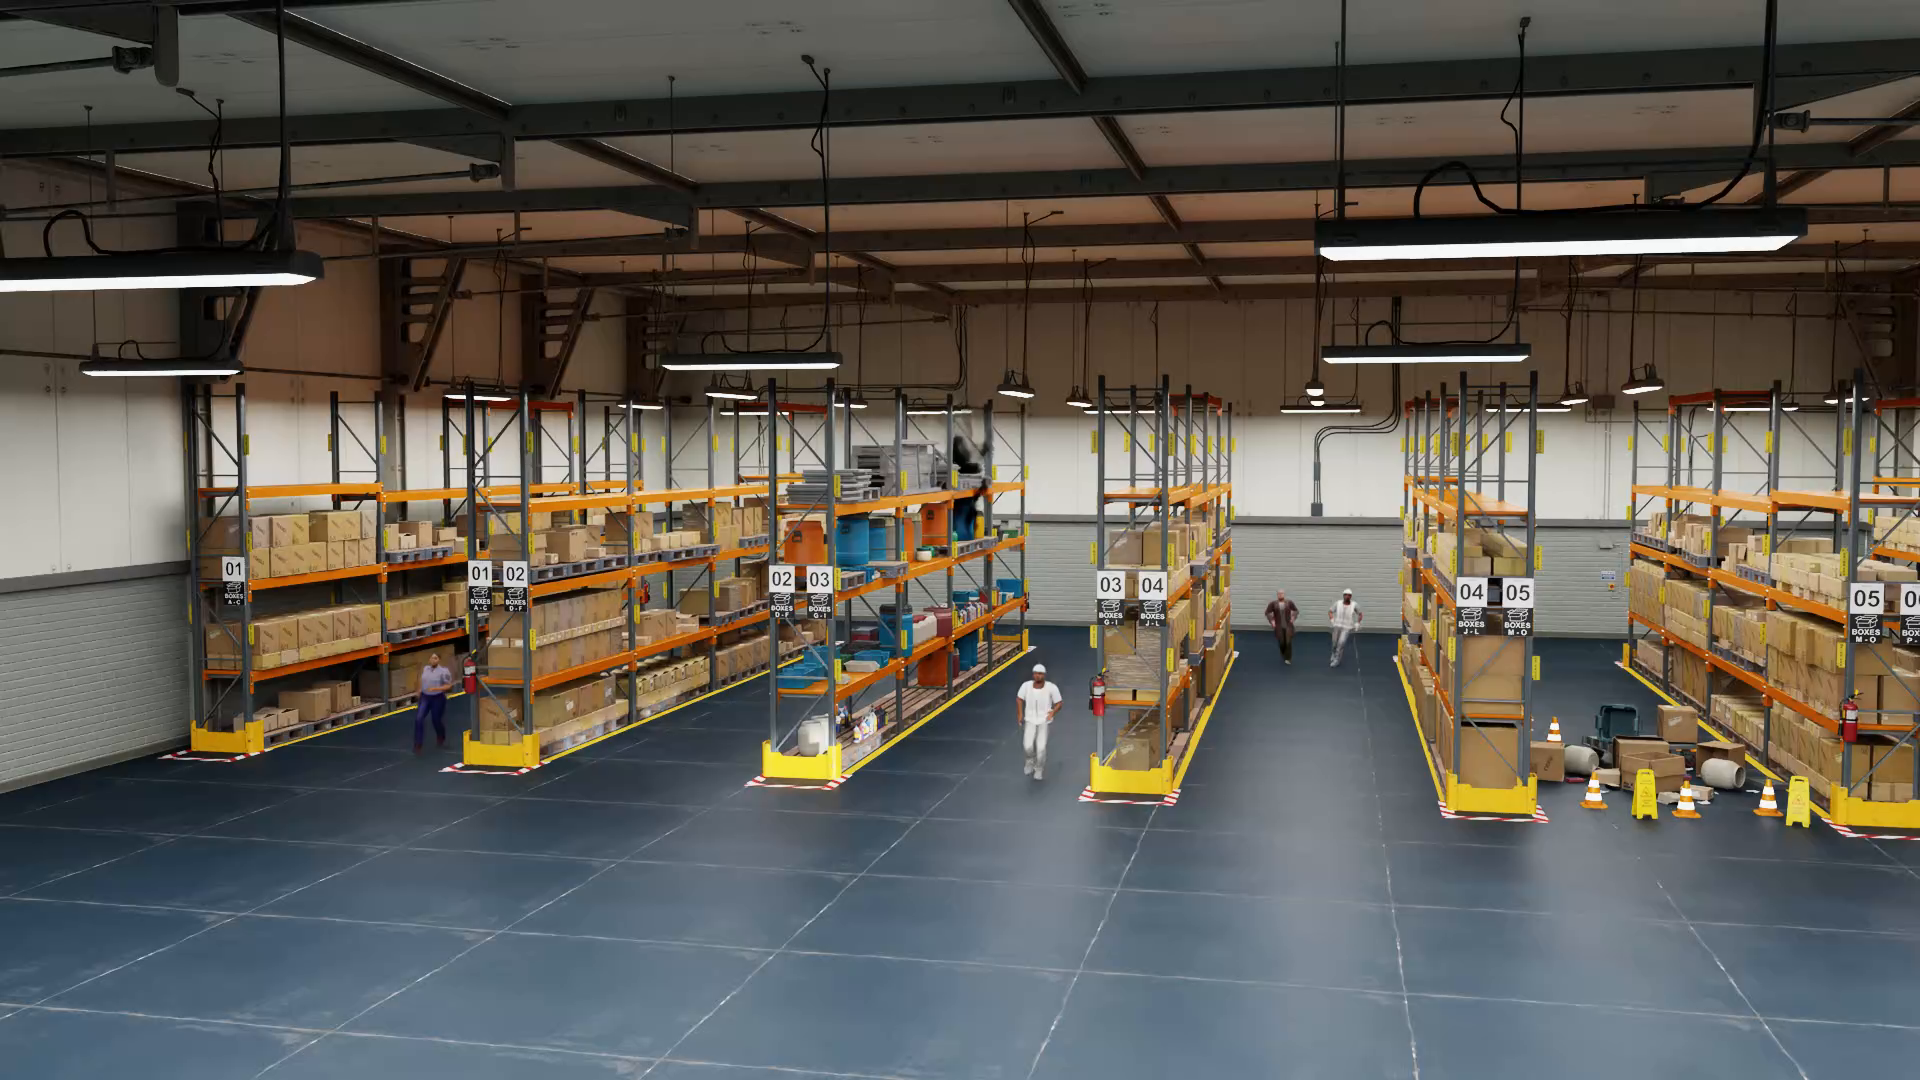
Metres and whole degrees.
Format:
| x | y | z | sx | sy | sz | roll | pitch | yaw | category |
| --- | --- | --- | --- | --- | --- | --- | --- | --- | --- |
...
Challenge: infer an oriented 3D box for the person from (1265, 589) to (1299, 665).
| x | y | z | sx | sy | sz | roll | pitch | yaw | category |
| --- | --- | --- | --- | --- | --- | --- | --- | --- | --- |
| 7.348 | 1.987 | 37.918 | 0.756 | 1.708 | 0.674 | 0 | 3 | 7 | person |

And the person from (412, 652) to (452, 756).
| x | y | z | sx | sy | sz | roll | pitch | yaw | category |
| --- | --- | --- | --- | --- | --- | --- | --- | --- | --- |
| -8.571 | 2.657 | 27.165 | 0.620 | 1.669 | 0.864 | 0 | 3 | 7 | person |

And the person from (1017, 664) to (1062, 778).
| x | y | z | sx | sy | sz | roll | pitch | yaw | category |
| --- | --- | --- | --- | --- | --- | --- | --- | --- | --- |
| 1.171 | 2.715 | 24.840 | 0.704 | 1.727 | 0.559 | 1 | 3 | 9 | person |

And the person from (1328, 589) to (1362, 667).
| x | y | z | sx | sy | sz | roll | pitch | yaw | category |
| --- | --- | --- | --- | --- | --- | --- | --- | --- | --- |
| 8.686 | 1.980 | 37.586 | 0.743 | 1.736 | 0.908 | 1 | 4 | 21 | person |
